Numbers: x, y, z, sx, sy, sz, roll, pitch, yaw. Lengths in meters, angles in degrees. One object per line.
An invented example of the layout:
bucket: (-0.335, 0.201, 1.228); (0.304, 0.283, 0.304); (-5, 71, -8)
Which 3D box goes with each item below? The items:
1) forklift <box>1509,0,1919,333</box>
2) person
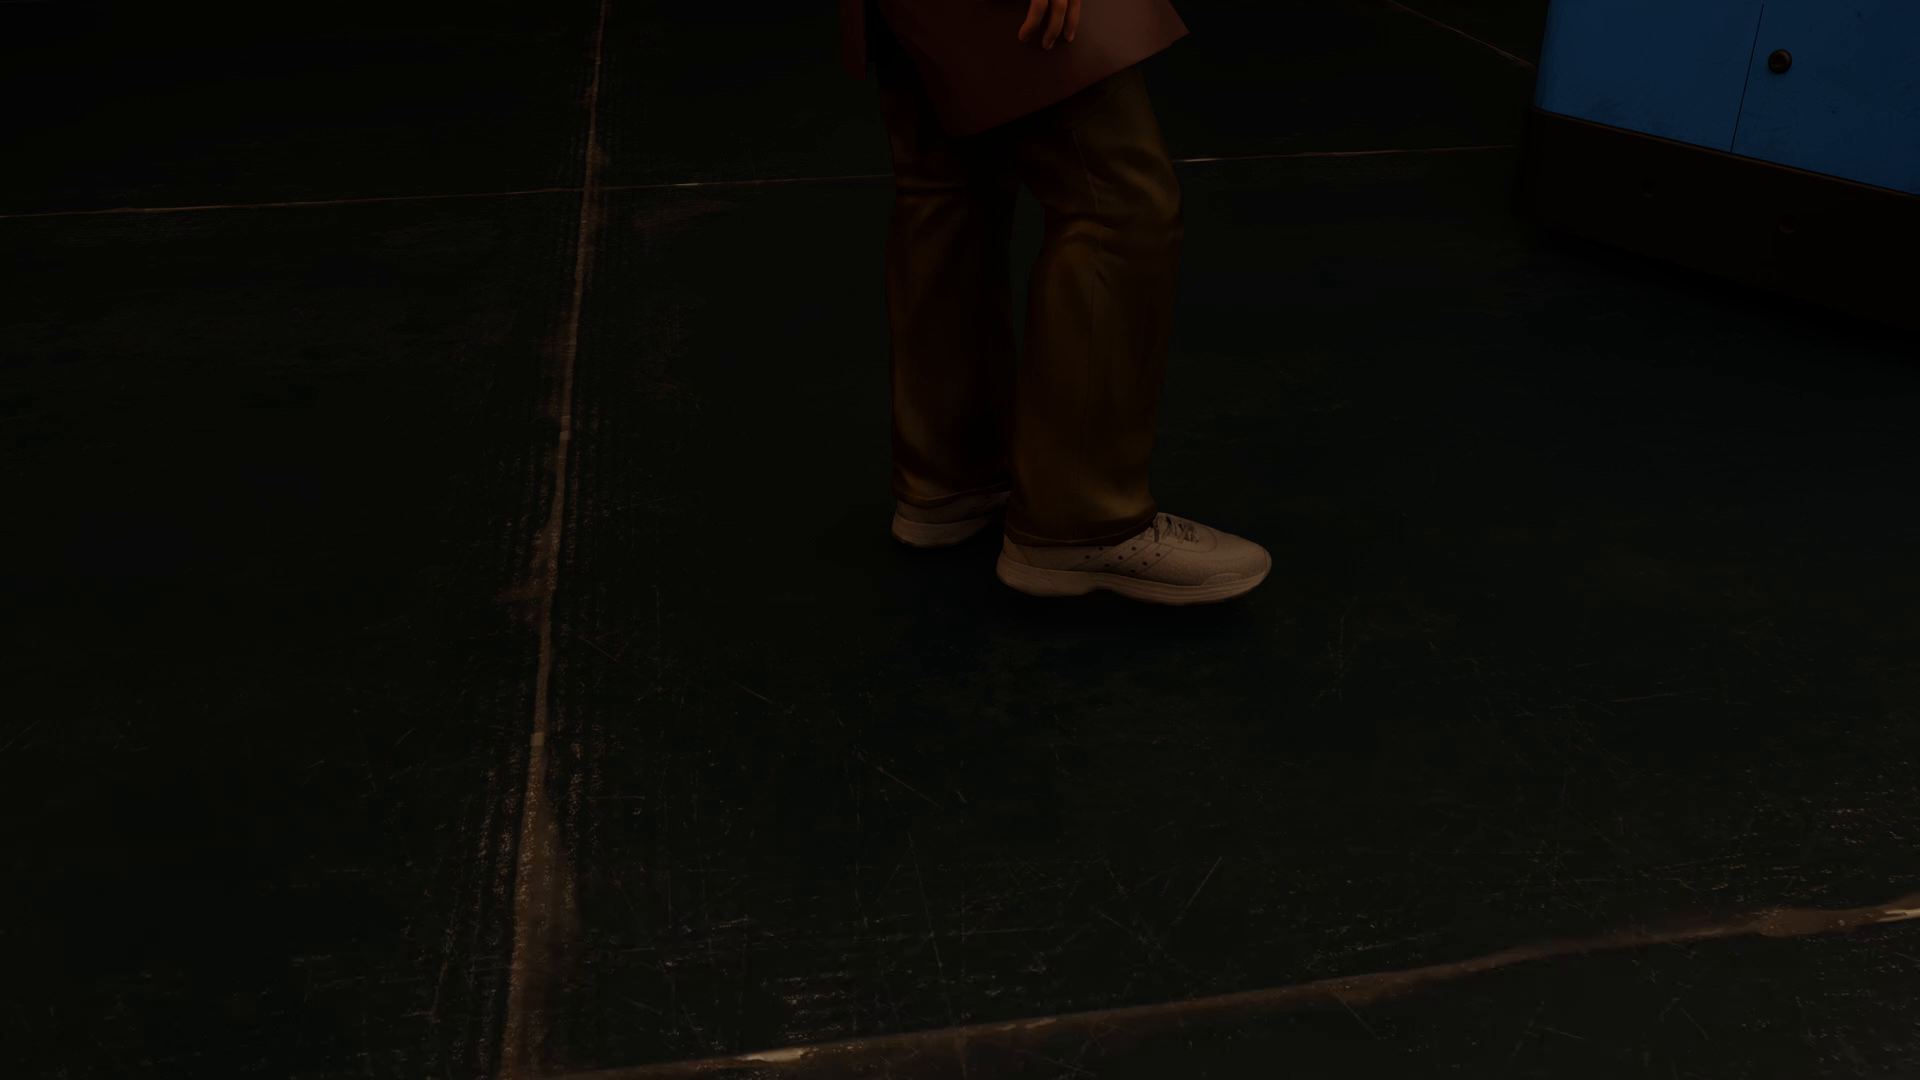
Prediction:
forklift: (2.717, -2.199, 3.518); (3.031, 2.935, 1.130); (-19, 34, -32)
person: (0.091, -0.796, 2.089); (0.583, 1.774, 0.694); (-5, 28, -9)
